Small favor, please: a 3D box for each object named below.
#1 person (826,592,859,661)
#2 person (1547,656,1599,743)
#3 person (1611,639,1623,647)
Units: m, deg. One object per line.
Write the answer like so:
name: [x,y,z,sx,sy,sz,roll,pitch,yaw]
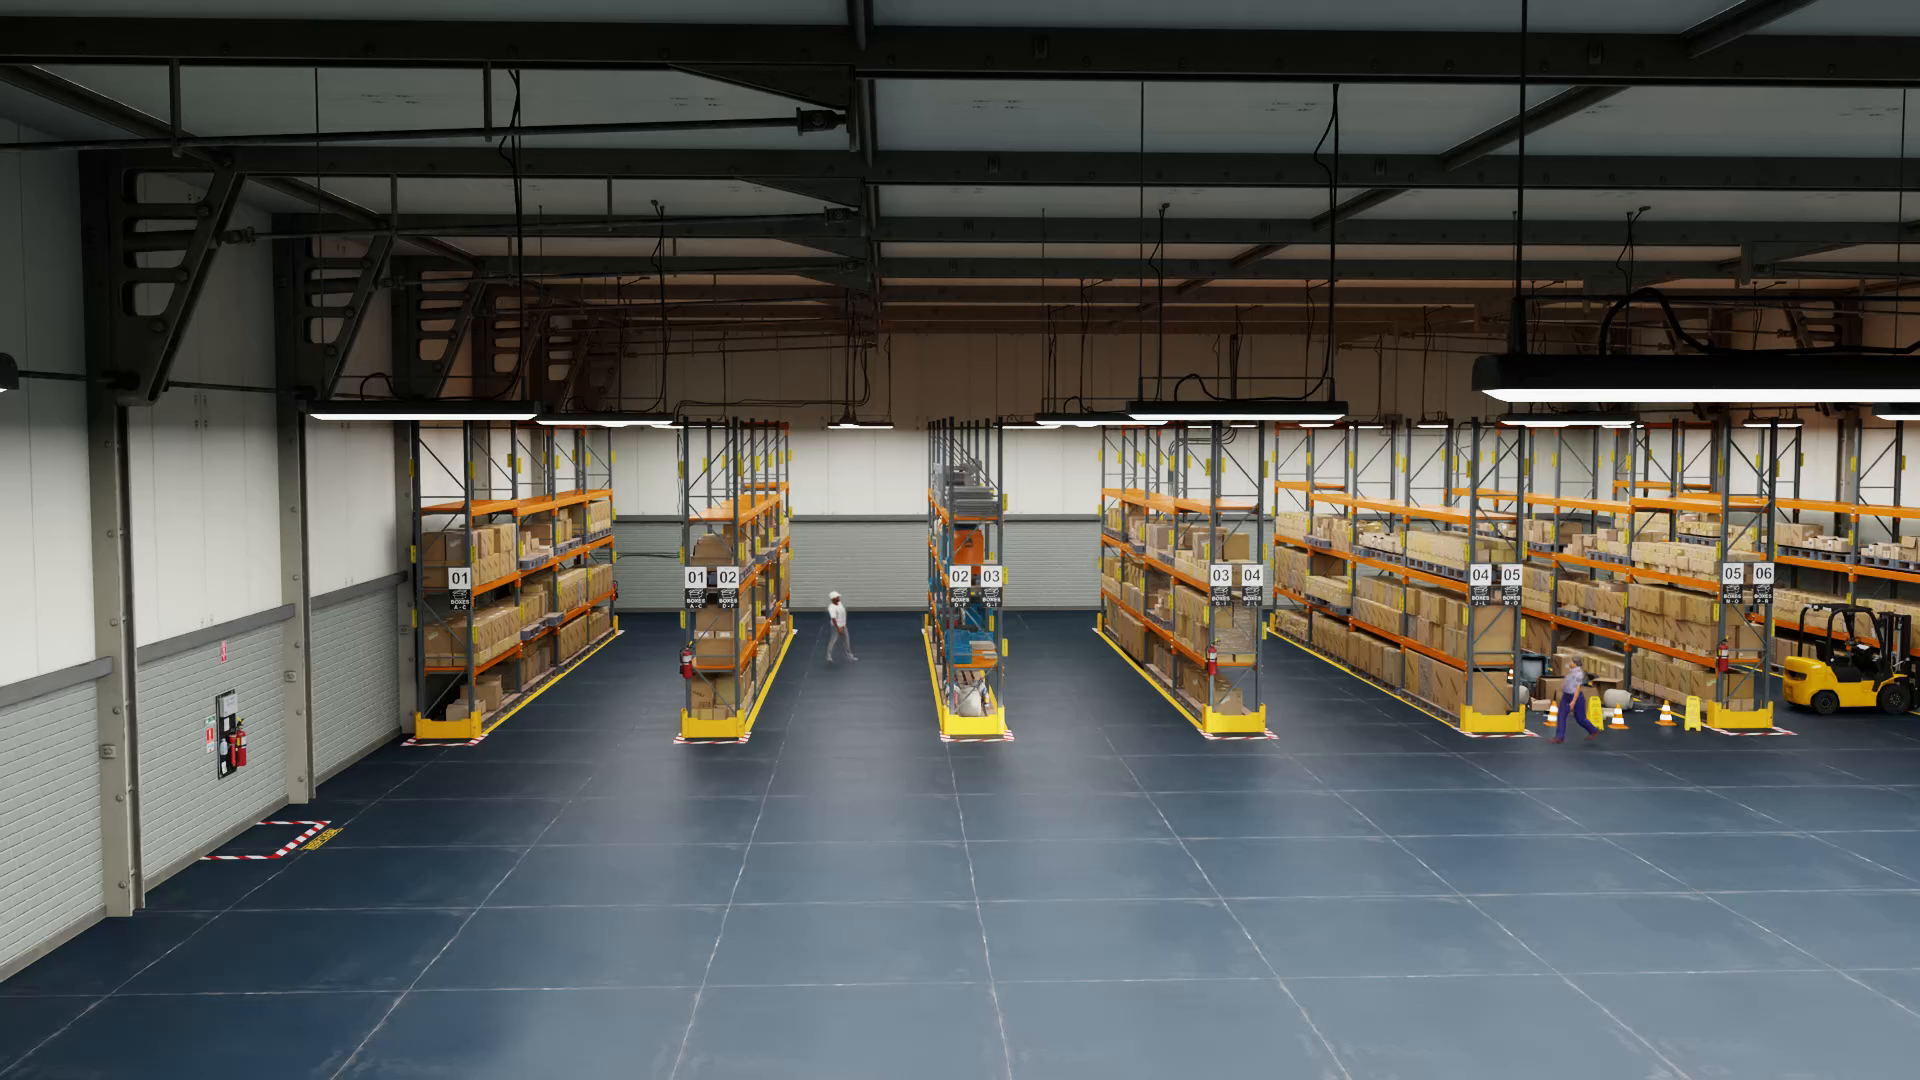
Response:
person: [-2.967,2.146,41.308,0.633,1.752,0.732,2,4,31]
person: [11.247,2.925,30.456,0.891,1.614,0.465,-2,4,-24]
person: [17.344,1.974,43.960,0.645,1.806,0.609,-1,4,-21]
